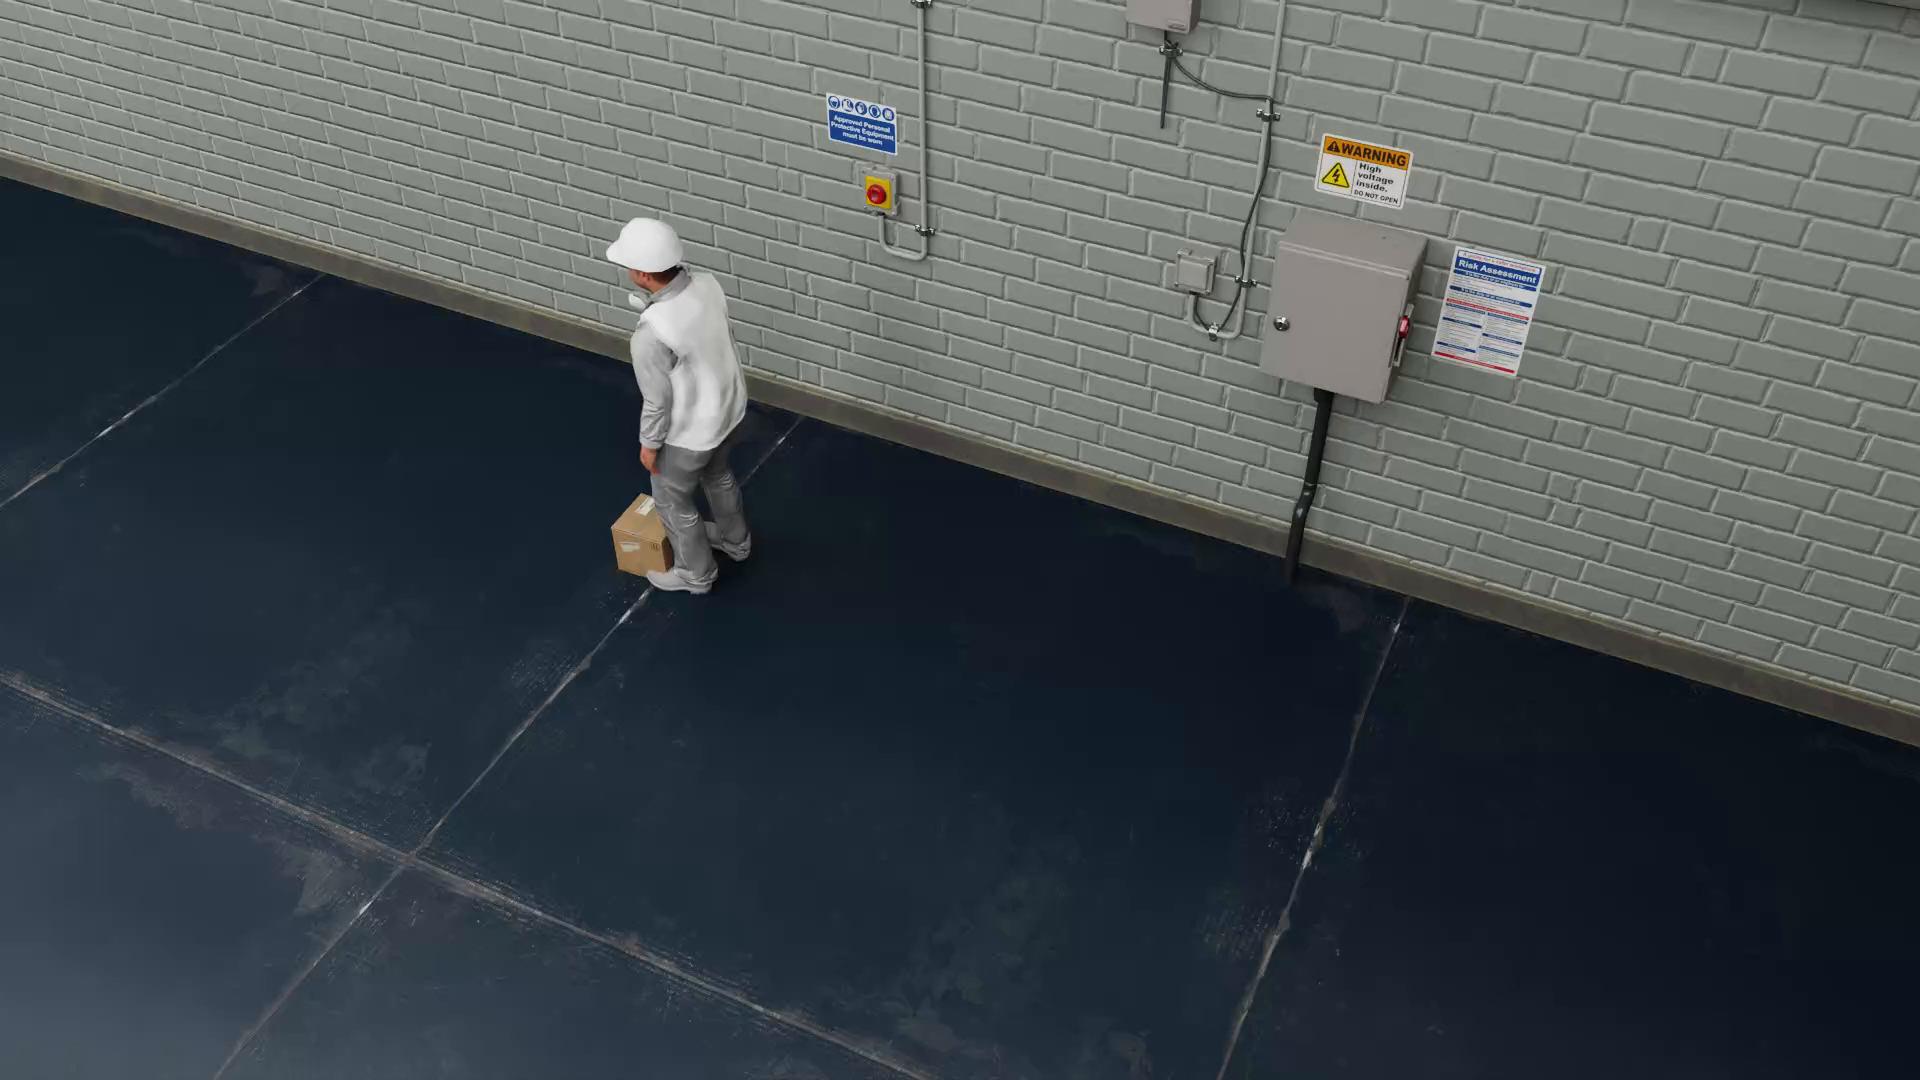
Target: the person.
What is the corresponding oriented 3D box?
[{"bbox_3d":[-1.099,-0.511,6.712,0.464,1.771,0.580,18,45,19],"label":"person"}]
